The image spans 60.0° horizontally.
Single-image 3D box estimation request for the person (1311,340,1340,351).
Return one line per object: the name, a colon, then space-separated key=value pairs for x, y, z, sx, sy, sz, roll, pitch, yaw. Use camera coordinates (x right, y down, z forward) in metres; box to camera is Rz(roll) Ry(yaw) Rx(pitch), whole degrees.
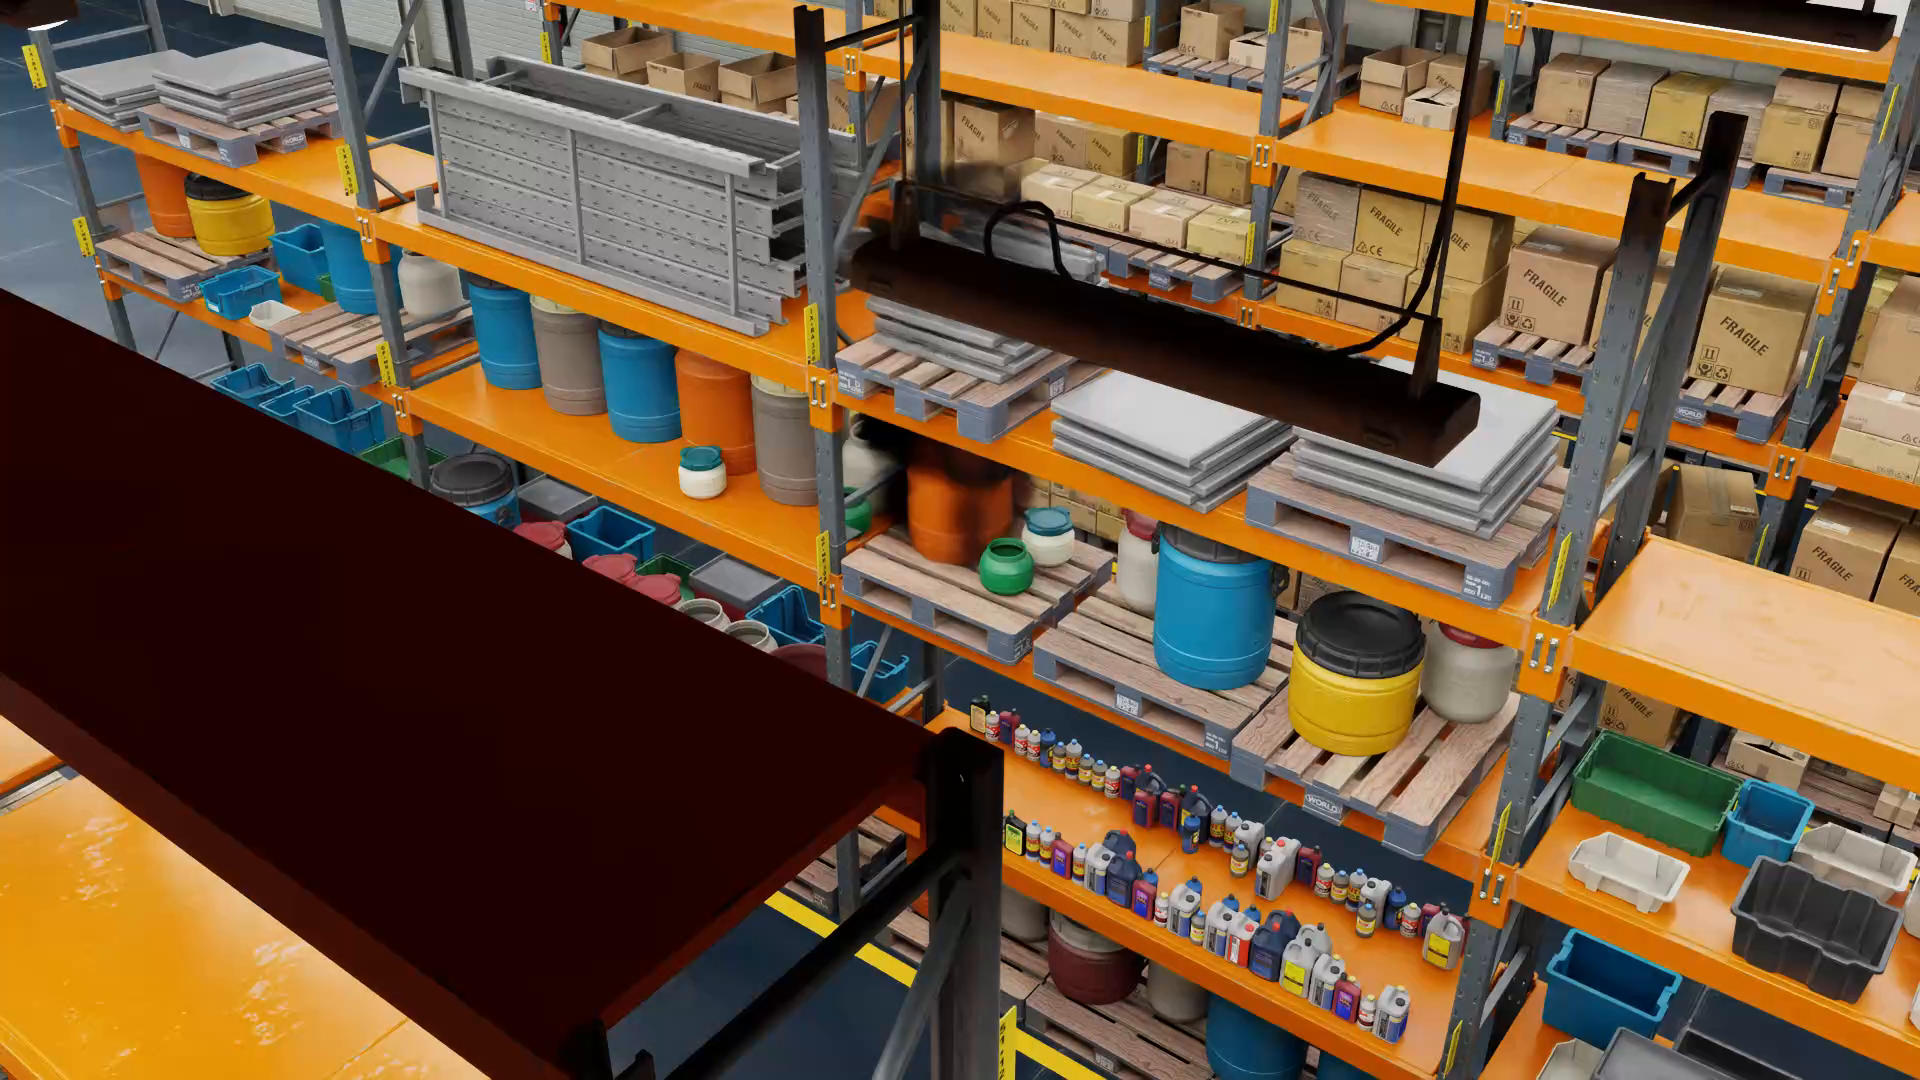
person: x=3.550 y=-1.536 z=16.198 sx=0.720 sy=1.718 sz=0.546 roll=14 pitch=34 yaw=22
